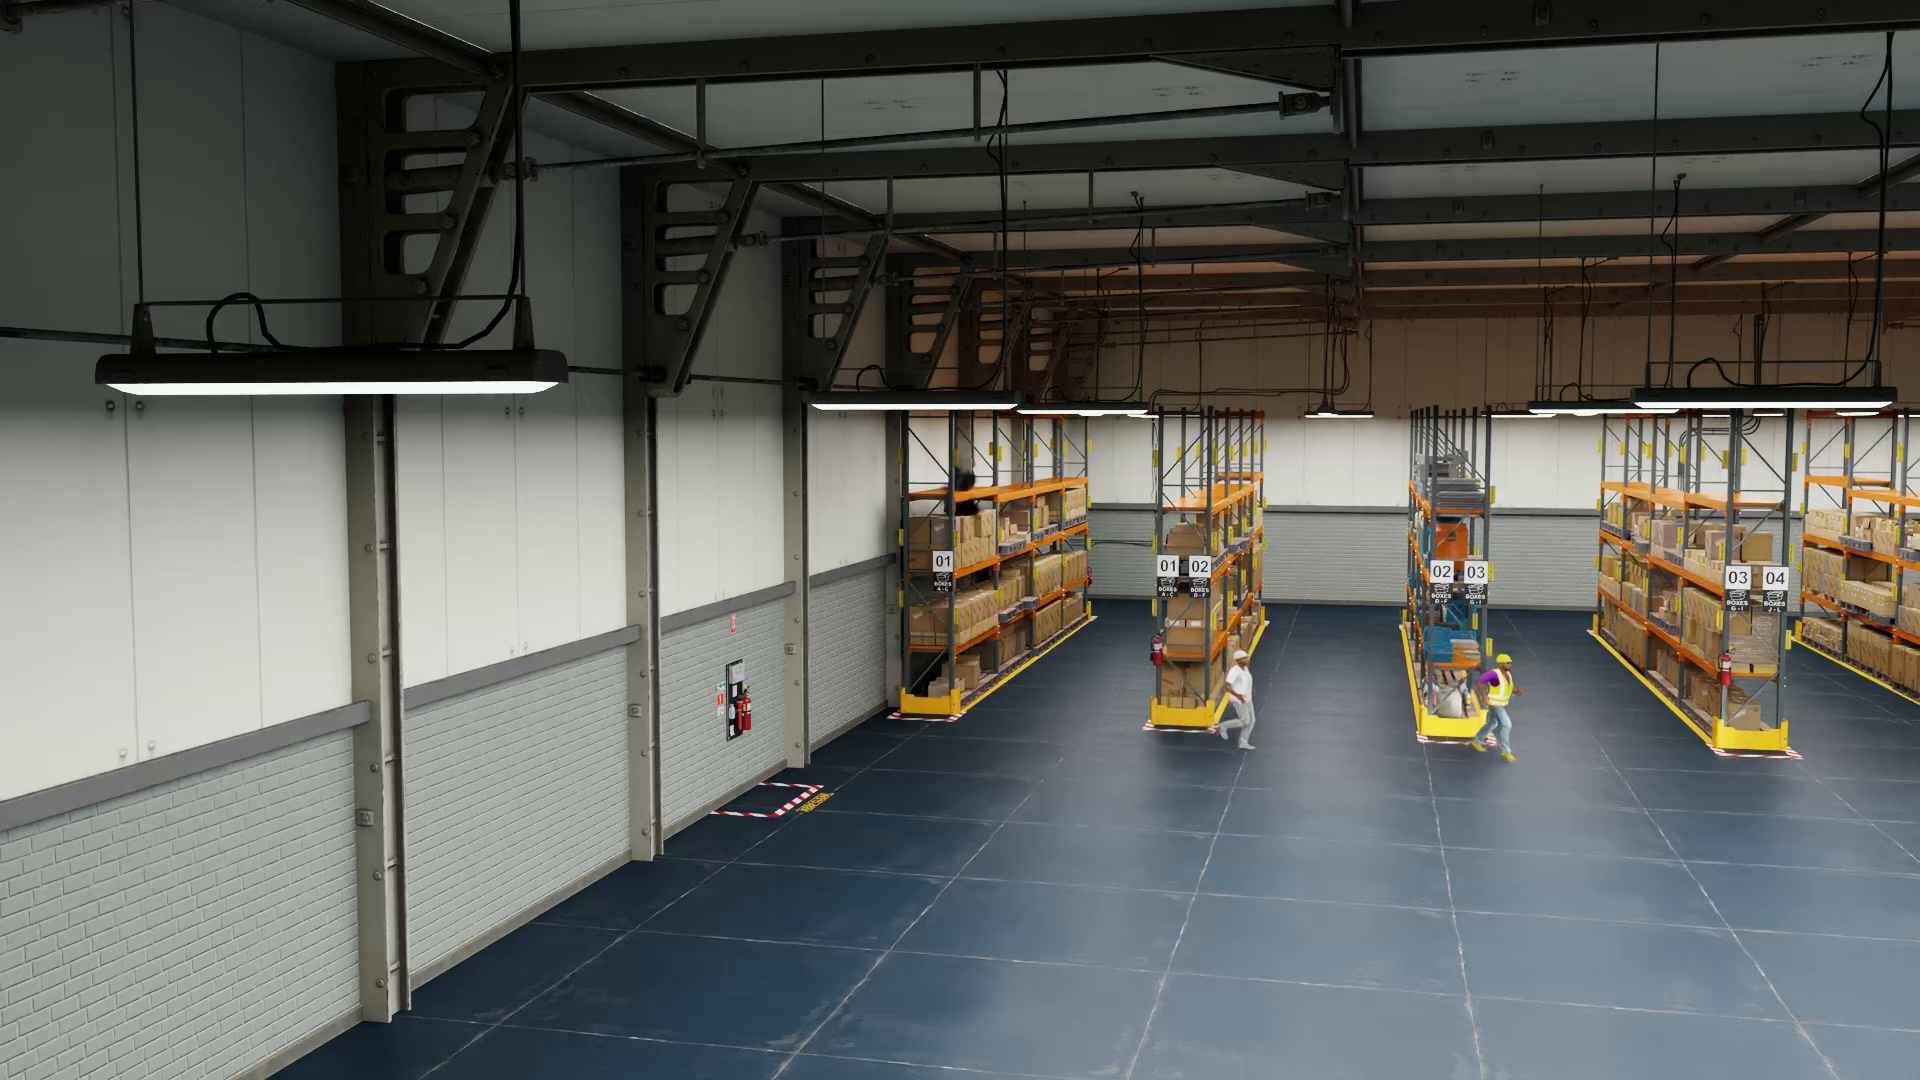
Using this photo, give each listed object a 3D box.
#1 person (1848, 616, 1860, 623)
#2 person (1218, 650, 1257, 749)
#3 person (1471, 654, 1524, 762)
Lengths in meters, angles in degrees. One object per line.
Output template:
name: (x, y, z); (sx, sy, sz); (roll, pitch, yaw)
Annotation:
person: (23.453, 1.699, 43.851); (0.664, 1.783, 0.816); (-3, 5, -32)
person: (4.873, 2.784, 29.060); (0.667, 1.728, 0.704); (3, 5, 34)
person: (9.110, 2.824, 28.244); (0.915, 1.802, 0.617); (4, 5, 41)
